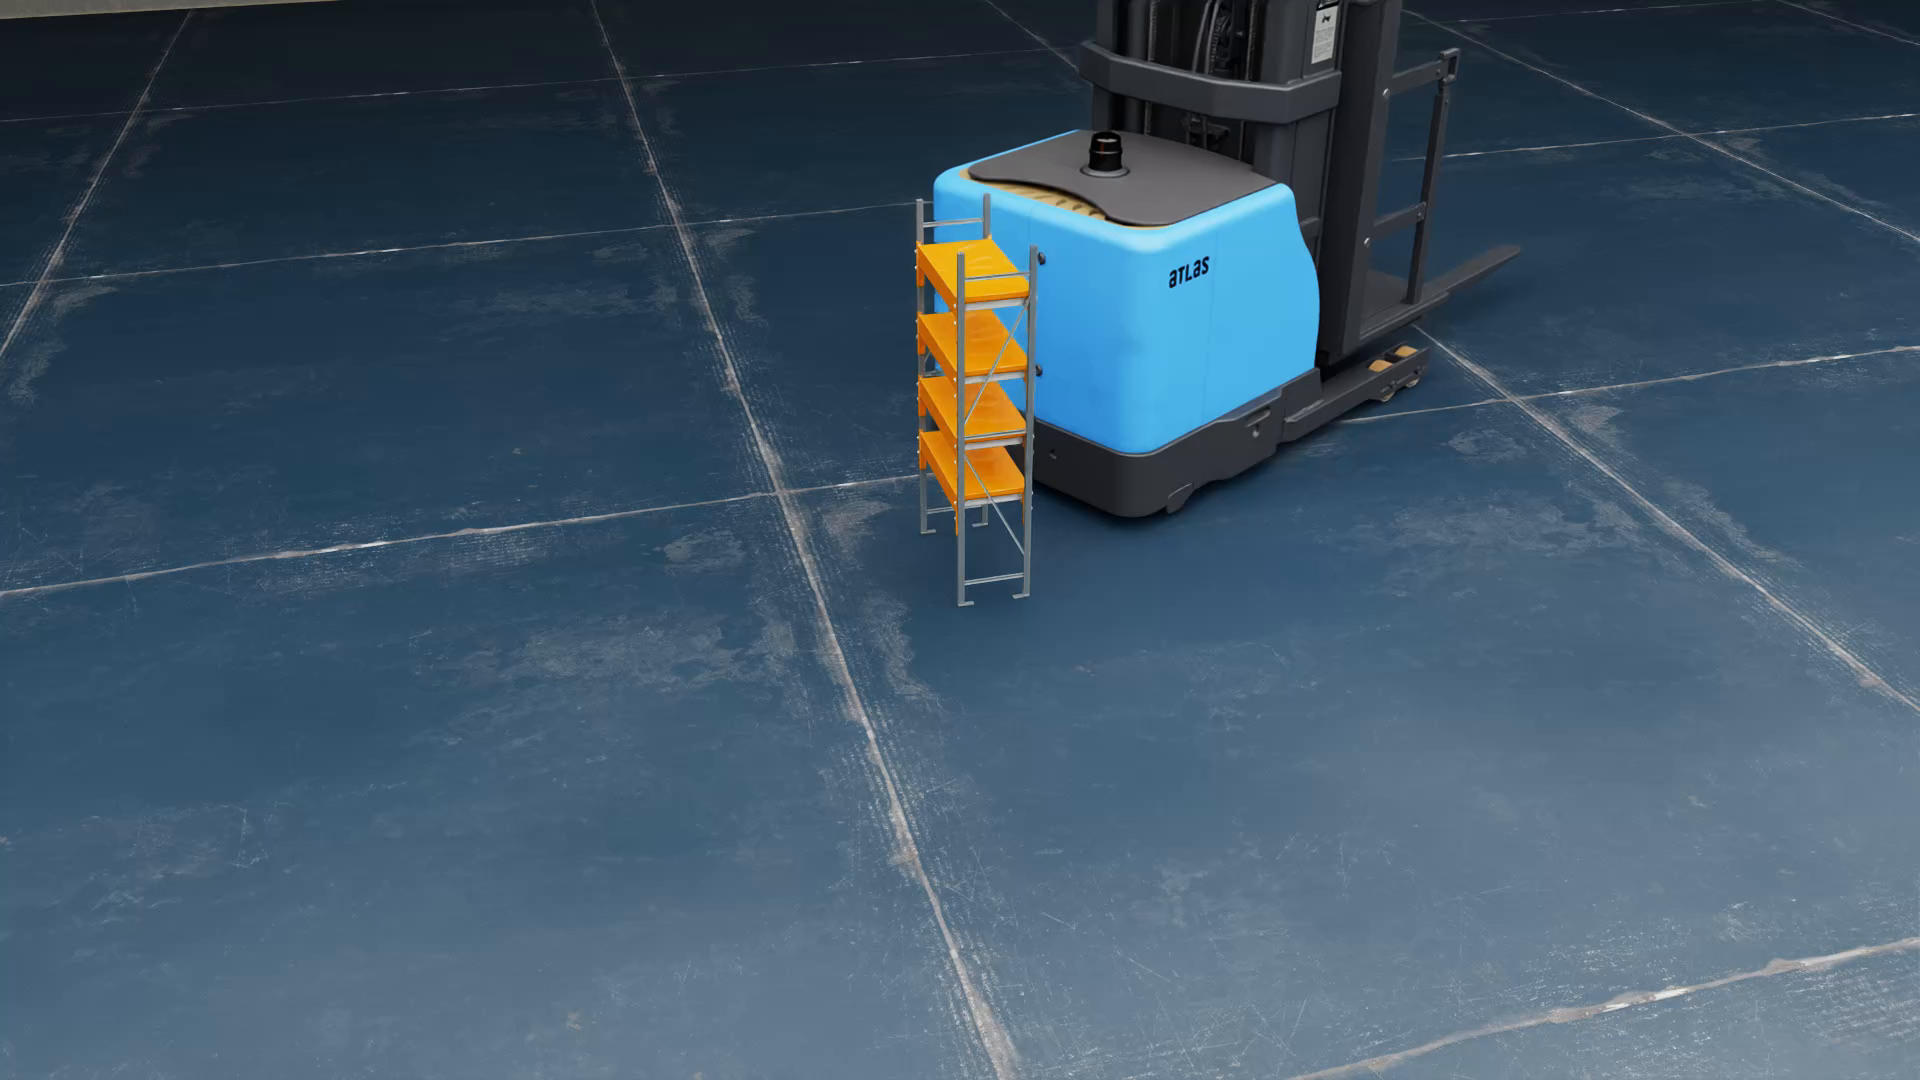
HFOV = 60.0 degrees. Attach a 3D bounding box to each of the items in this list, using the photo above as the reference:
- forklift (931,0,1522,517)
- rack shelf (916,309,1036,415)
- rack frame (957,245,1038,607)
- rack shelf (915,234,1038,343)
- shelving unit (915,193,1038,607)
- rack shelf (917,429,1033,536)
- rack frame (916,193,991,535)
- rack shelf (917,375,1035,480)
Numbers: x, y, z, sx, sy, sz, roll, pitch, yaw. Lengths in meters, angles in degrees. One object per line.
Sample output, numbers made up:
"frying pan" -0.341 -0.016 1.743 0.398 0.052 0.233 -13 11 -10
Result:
"forklift" 1.280 -1.987 6.258 1.130 2.935 3.031 26 39 37
"rack shelf" 0.044 -0.575 5.233 0.258 0.148 0.480 -8 31 -13
"rack frame" 0.109 -0.321 5.108 0.240 1.200 0.015 -8 31 -13
"rack shelf" 0.044 -0.779 5.114 0.258 0.148 0.480 -8 31 -13
"shelving unit" 0.044 -0.439 5.311 0.258 1.200 0.503 -8 31 -13
"rack shelf" 0.044 -0.209 5.444 0.258 0.148 0.480 -8 31 -13
"rack frame" -0.021 -0.557 5.515 0.240 1.200 0.015 -8 31 -13
"rack shelf" 0.044 -0.381 5.345 0.258 0.148 0.480 -8 31 -13
